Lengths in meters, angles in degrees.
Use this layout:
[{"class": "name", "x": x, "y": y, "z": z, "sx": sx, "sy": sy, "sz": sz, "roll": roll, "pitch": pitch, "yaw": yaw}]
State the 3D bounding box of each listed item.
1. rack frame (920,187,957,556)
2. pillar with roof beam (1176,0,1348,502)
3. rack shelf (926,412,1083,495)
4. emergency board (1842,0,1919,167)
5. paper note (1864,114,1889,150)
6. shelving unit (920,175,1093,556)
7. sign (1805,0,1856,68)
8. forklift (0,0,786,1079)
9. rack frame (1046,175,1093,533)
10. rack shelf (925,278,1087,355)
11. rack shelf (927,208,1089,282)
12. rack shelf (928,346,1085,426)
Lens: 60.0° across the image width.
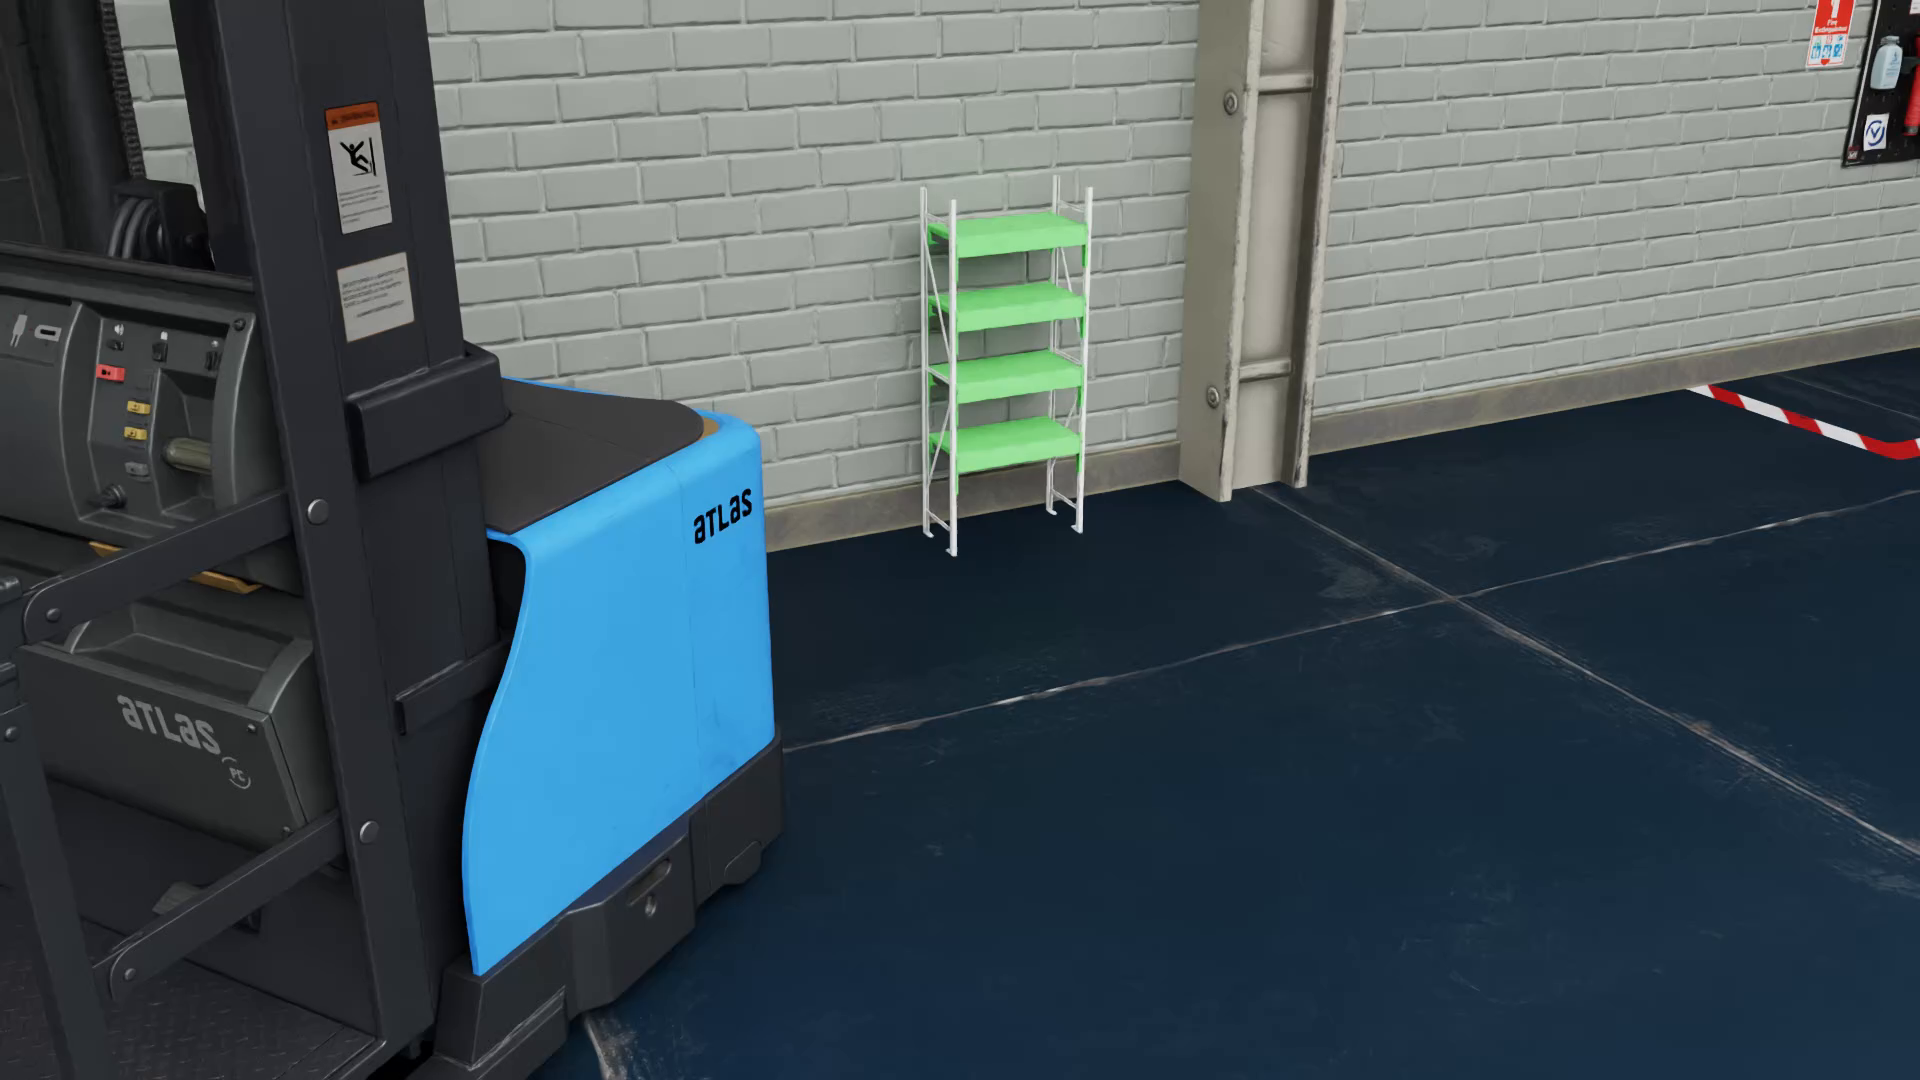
[{"class": "rack frame", "x": -0.071, "y": -0.541, "z": 5.489, "sx": 0.015, "sy": 1.200, "sz": 0.240, "roll": -10, "pitch": 25, "yaw": -24}, {"class": "pillar with roof beam", "x": 2.926, "y": -2.897, "z": 0.984, "sx": 0.400, "sy": 9.000, "sz": 9.100, "roll": -10, "pitch": 25, "yaw": -24}, {"class": "rack shelf", "x": 0.149, "y": -0.301, "z": 5.703, "sx": 0.480, "sy": 0.148, "sz": 0.258, "roll": -10, "pitch": 25, "yaw": -24}, {"class": "emergency board", "x": 4.222, "y": -2.207, "z": 7.161, "sx": 0.643, "sy": 1.169, "sz": 0.194, "roll": -10, "pitch": 25, "yaw": -24}, {"class": "paper note", "x": 4.033, "y": -1.795, "z": 7.316, "sx": 0.142, "sy": 0.148, "sz": 0.016, "roll": -10, "pitch": 25, "yaw": -24}, {"class": "shelving unit", "x": 0.149, "y": -0.582, "z": 5.587, "sx": 0.503, "sy": 1.200, "sz": 0.258, "roll": -10, "pitch": 25, "yaw": -24}, {"class": "sign", "x": 3.680, "y": -2.168, "z": 7.018, "sx": 0.234, "sy": 0.329, "sz": 0.001, "roll": -10, "pitch": 25, "yaw": -24}, {"class": "forklift", "x": -1.533, "y": -0.208, "z": 2.420, "sx": 1.130, "sy": 2.935, "sz": 3.031, "roll": 11, "pitch": 25, "yaw": 25}, {"class": "rack frame", "x": 0.369, "y": -0.622, "z": 5.685, "sx": 0.015, "sy": 1.200, "sz": 0.240, "roll": -10, "pitch": 25, "yaw": -24}, {"class": "rack shelf", "x": 0.149, "y": -0.745, "z": 5.519, "sx": 0.480, "sy": 0.148, "sz": 0.258, "roll": -10, "pitch": 25, "yaw": -24}, {"class": "rack shelf", "x": 0.149, "y": -0.966, "z": 5.428, "sx": 0.480, "sy": 0.148, "sz": 0.258, "roll": -10, "pitch": 25, "yaw": -24}, {"class": "rack shelf", "x": 0.149, "y": -0.523, "z": 5.611, "sx": 0.480, "sy": 0.148, "sz": 0.258, "roll": -10, "pitch": 25, "yaw": -24}]
